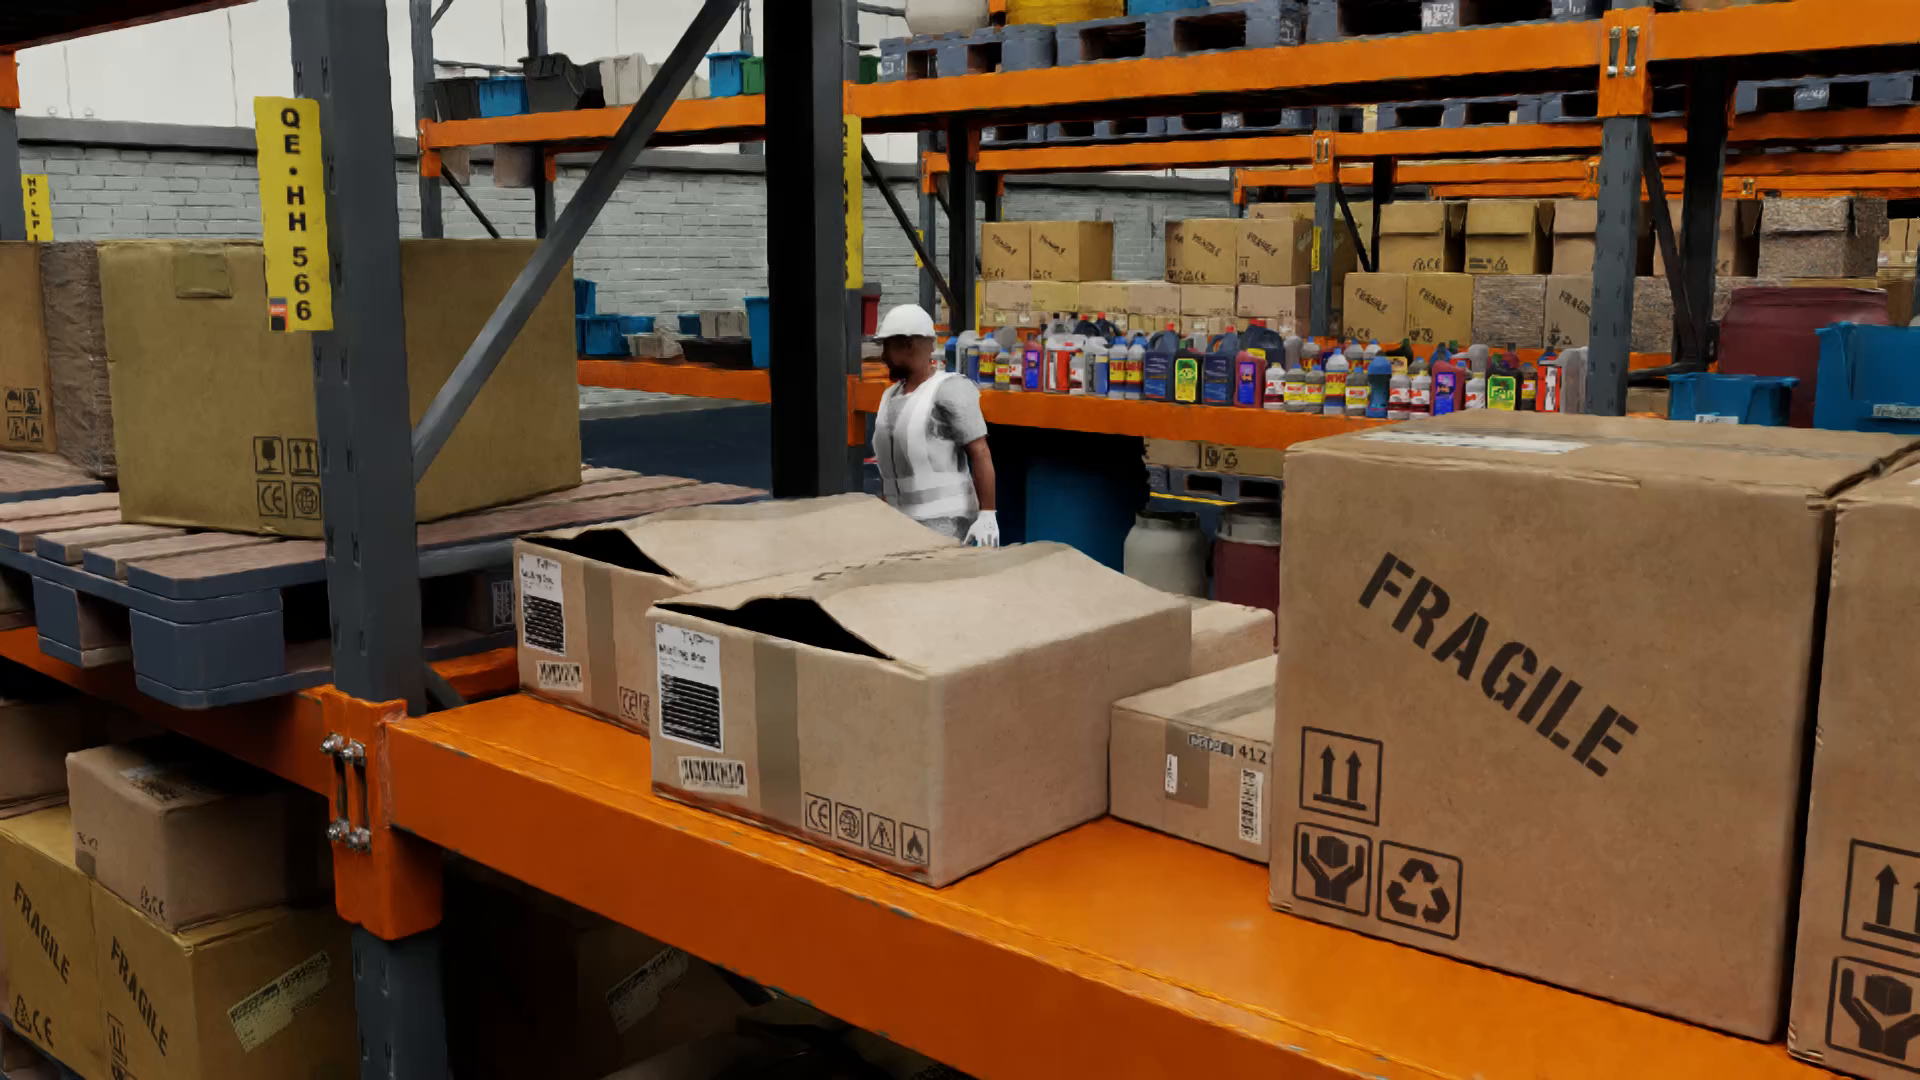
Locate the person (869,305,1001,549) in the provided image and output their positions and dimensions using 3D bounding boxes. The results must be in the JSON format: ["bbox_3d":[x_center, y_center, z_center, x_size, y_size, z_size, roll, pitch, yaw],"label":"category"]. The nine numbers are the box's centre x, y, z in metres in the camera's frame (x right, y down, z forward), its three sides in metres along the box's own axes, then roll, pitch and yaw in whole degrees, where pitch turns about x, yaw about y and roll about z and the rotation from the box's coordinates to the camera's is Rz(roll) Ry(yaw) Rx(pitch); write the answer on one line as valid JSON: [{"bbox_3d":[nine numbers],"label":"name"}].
[{"bbox_3d":[-0.057,-0.054,6.681,0.514,1.758,0.733,-8,13,-36],"label":"person"}]
